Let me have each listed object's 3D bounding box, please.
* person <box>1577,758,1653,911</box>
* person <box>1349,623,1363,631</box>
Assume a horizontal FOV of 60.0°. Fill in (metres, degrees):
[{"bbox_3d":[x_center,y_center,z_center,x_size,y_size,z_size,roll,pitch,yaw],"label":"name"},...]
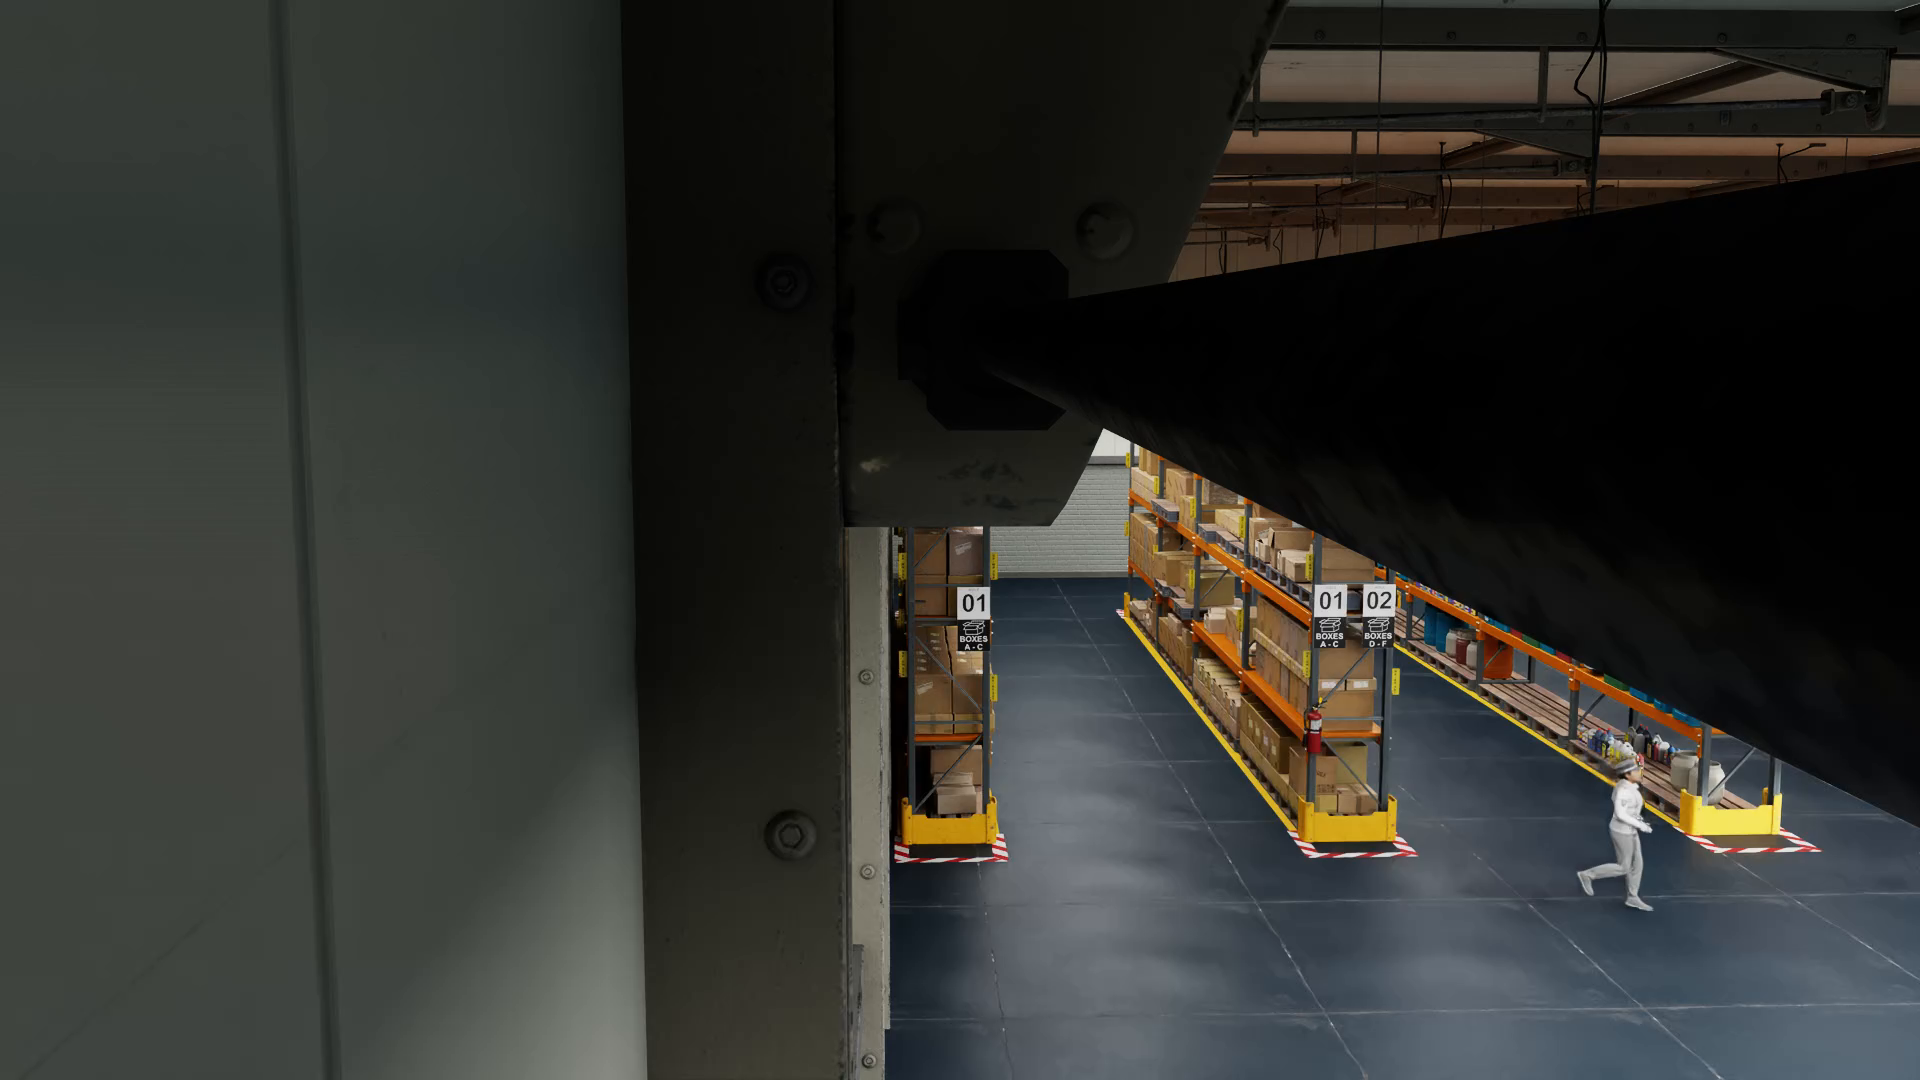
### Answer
[{"bbox_3d":[7.213,3.192,18.210,0.781,1.695,0.624,3,8,25],"label":"person"},{"bbox_3d":[6.975,1.784,29.104,0.576,1.660,0.767,-1,7,-10],"label":"person"}]
